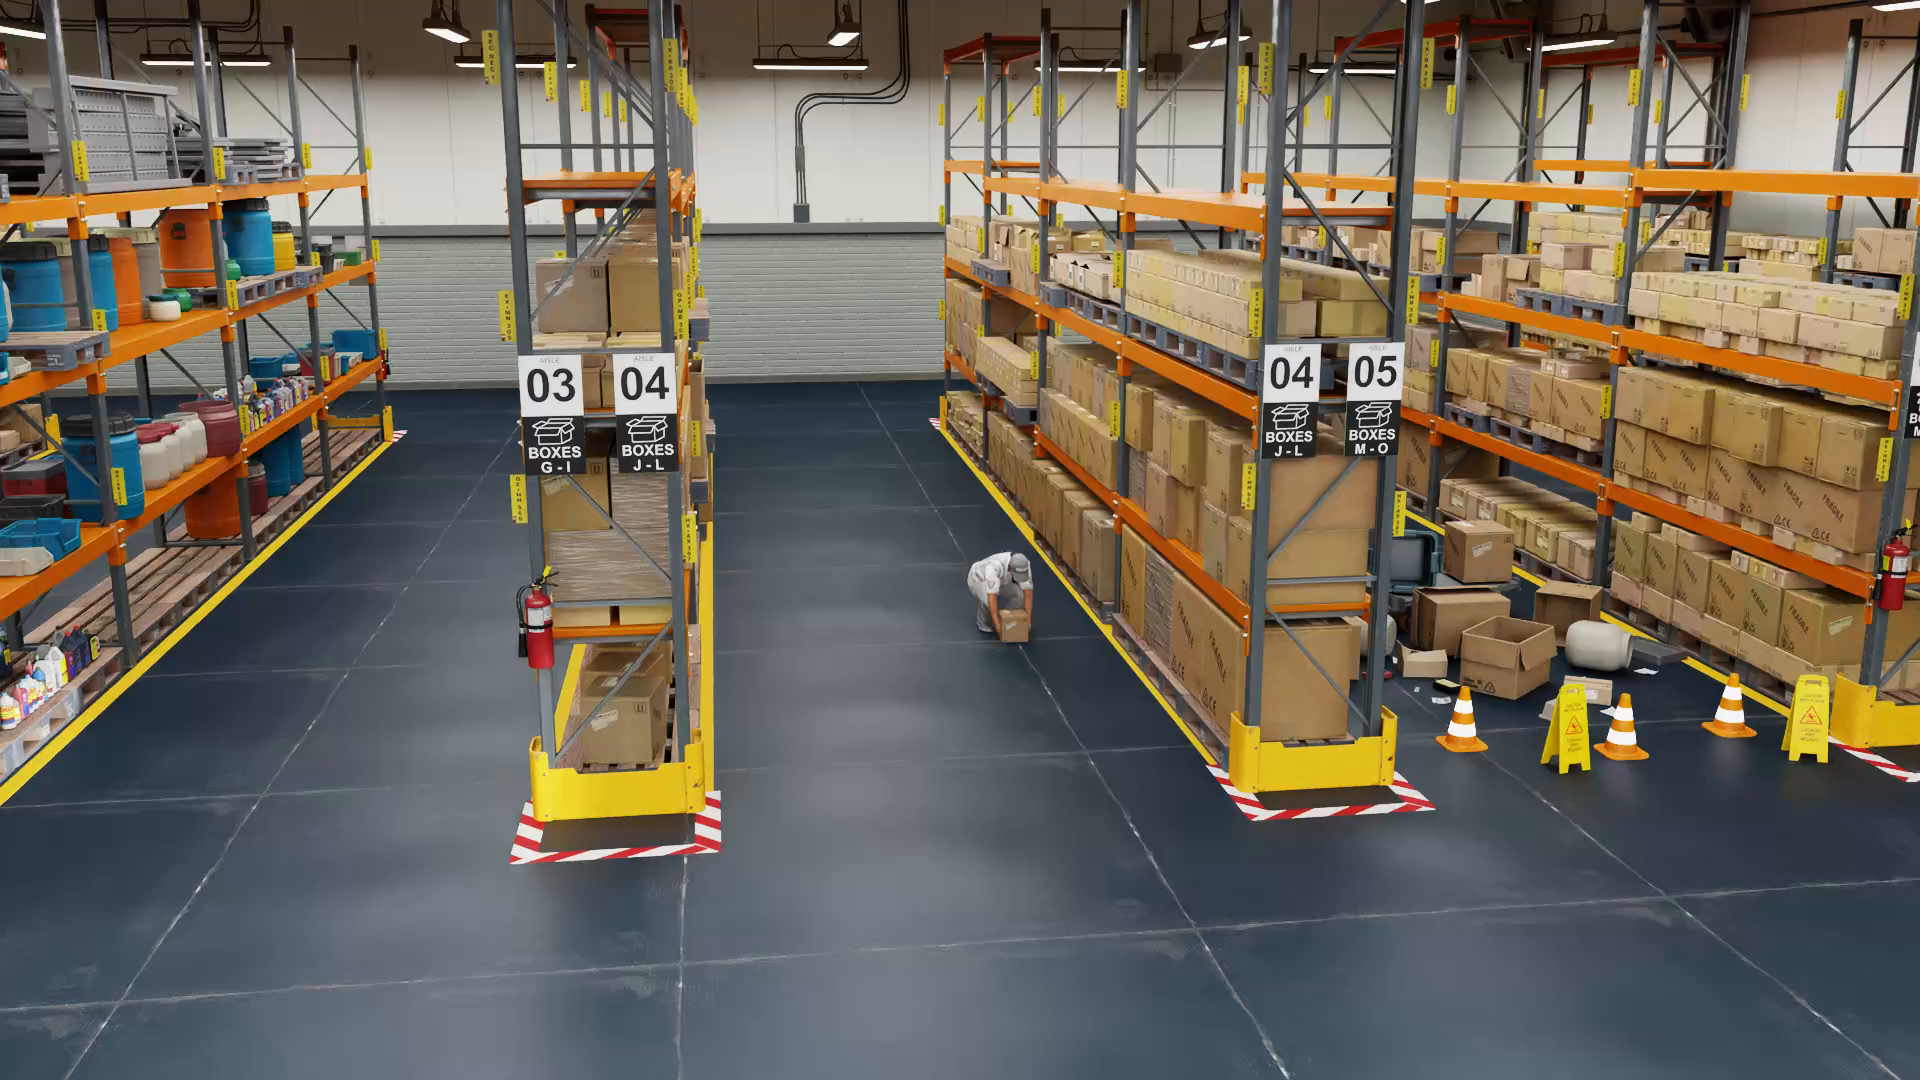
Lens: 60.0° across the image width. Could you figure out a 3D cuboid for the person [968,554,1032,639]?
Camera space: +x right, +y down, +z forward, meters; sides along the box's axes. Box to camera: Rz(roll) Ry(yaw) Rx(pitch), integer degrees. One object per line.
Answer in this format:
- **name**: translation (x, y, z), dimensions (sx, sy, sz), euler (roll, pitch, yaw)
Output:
- **person**: translation (0.392, 0.475, 15.868), dimensions (0.509, 0.814, 0.867), euler (-4, 14, -18)
